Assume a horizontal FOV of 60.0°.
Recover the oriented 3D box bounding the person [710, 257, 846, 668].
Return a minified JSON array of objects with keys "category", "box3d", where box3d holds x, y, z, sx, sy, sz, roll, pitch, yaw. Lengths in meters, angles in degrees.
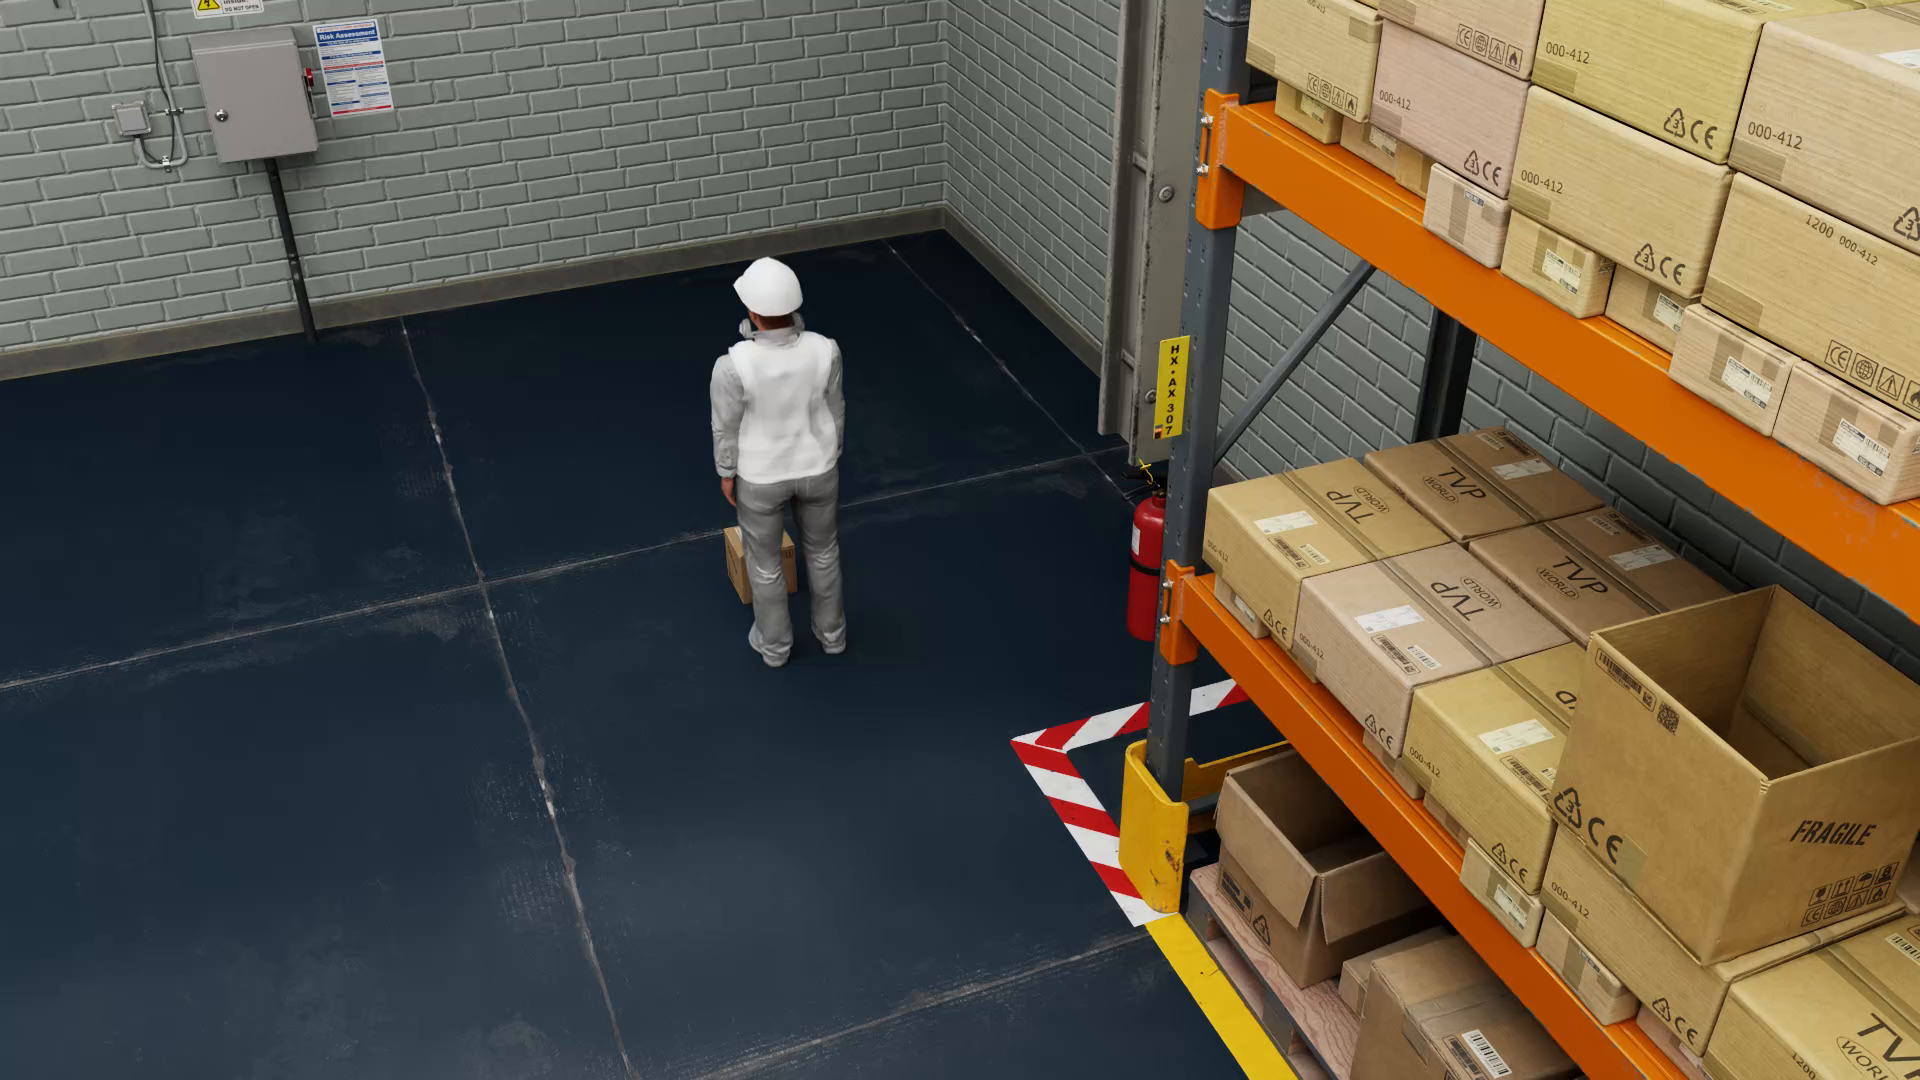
[{"category":"person","box3d":[-0.710,-0.293,6.571,0.532,1.775,0.358,-12,35,-18]}]
